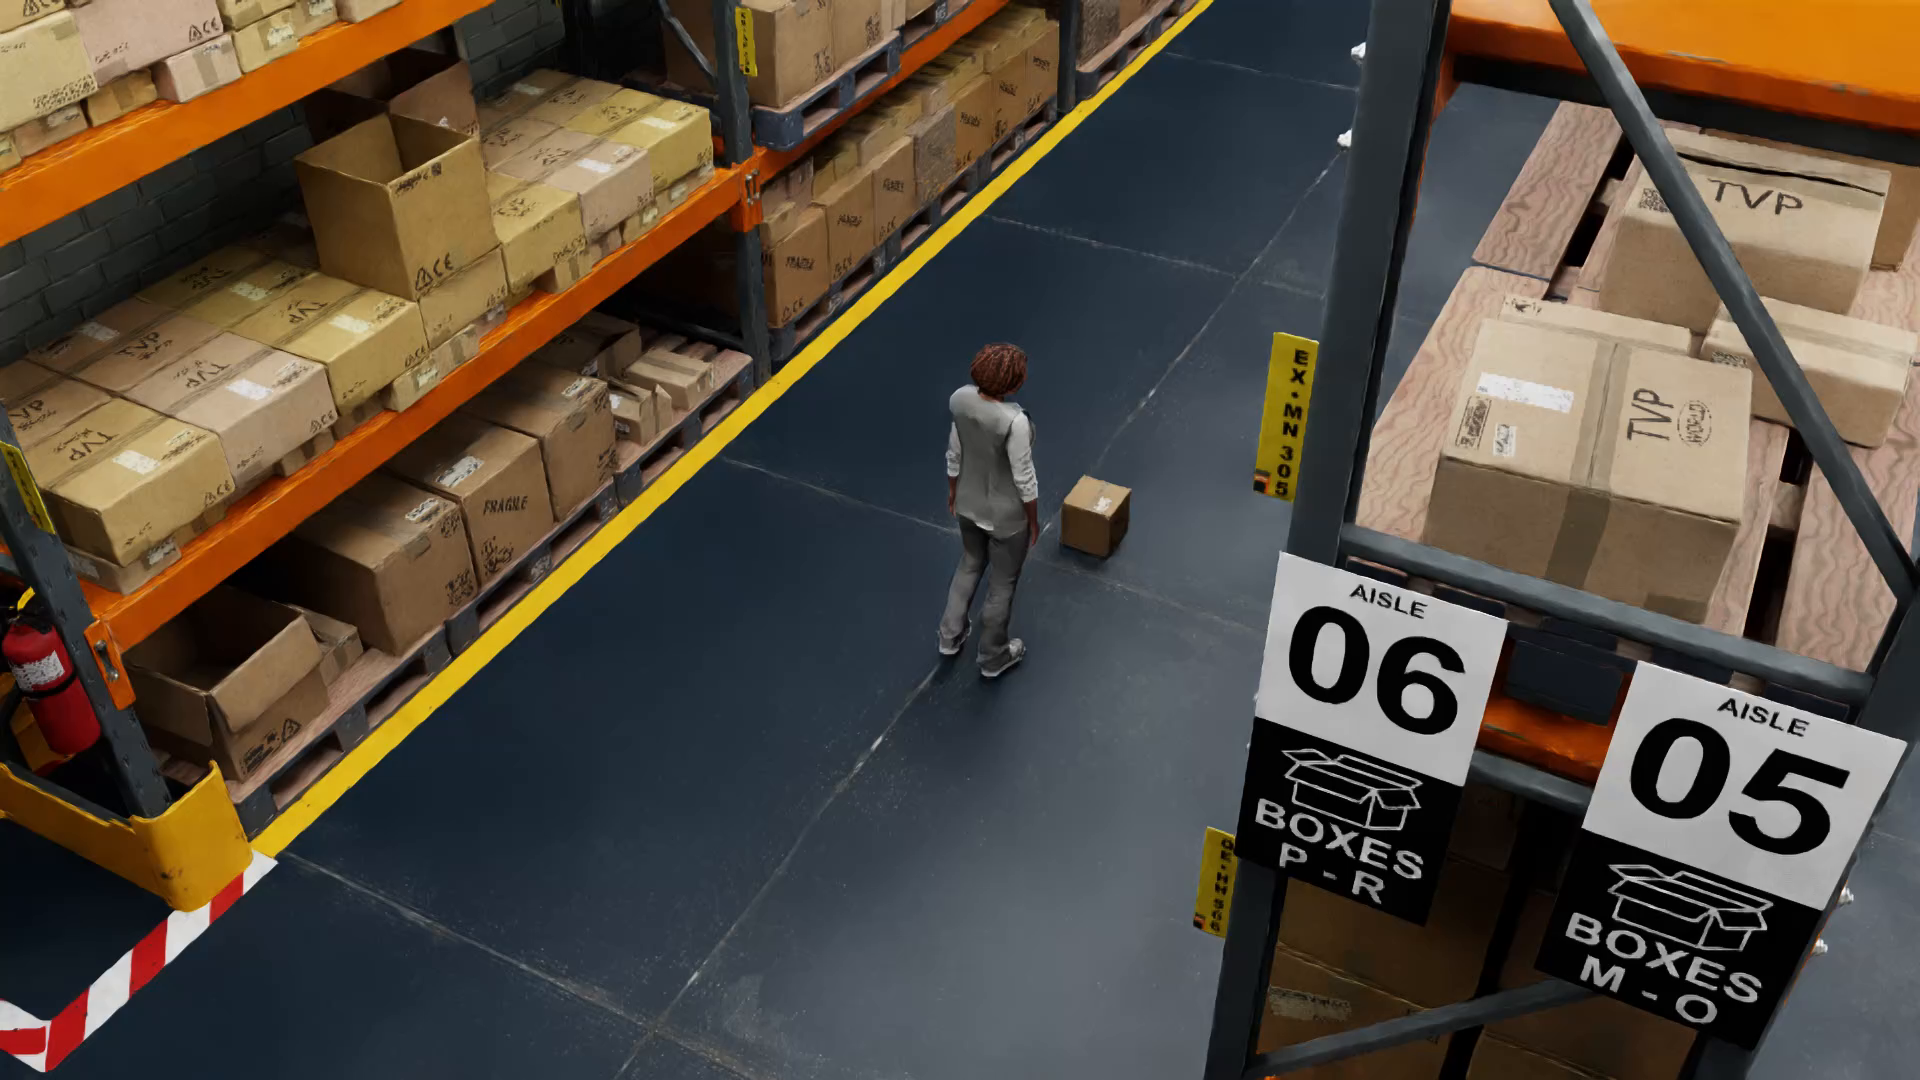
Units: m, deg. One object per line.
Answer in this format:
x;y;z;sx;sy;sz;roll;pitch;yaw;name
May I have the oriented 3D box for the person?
0.123;-0.119;6.884;0.447;1.592;0.365;24;44;27;person
